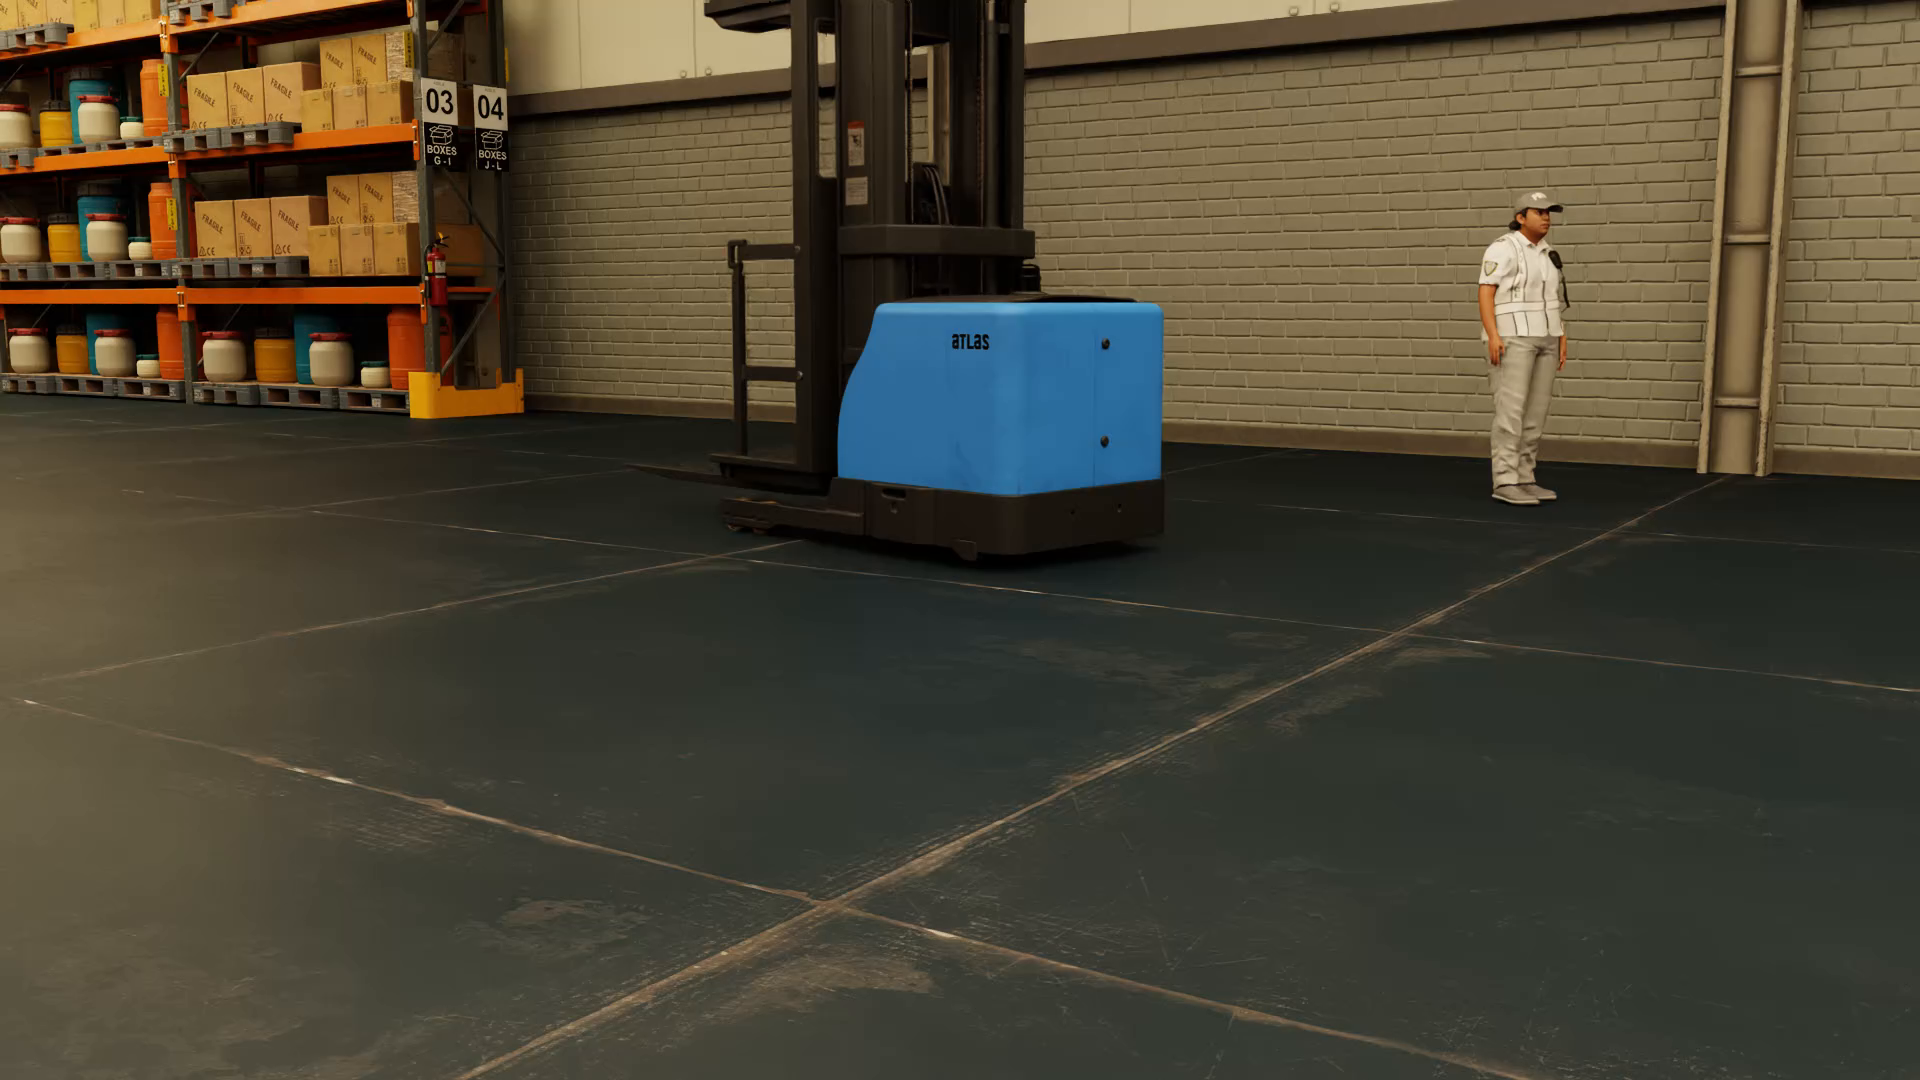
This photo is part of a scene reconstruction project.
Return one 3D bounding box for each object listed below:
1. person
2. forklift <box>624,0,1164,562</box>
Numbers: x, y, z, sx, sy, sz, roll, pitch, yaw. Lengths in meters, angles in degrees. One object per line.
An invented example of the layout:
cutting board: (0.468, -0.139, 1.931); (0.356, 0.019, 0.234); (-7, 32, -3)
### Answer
person: (3.126, -1.052, 9.053); (0.586, 1.673, 0.531); (-5, 9, -30)
forklift: (-0.494, -1.516, 7.853); (1.130, 2.935, 3.031); (-8, 11, -44)
